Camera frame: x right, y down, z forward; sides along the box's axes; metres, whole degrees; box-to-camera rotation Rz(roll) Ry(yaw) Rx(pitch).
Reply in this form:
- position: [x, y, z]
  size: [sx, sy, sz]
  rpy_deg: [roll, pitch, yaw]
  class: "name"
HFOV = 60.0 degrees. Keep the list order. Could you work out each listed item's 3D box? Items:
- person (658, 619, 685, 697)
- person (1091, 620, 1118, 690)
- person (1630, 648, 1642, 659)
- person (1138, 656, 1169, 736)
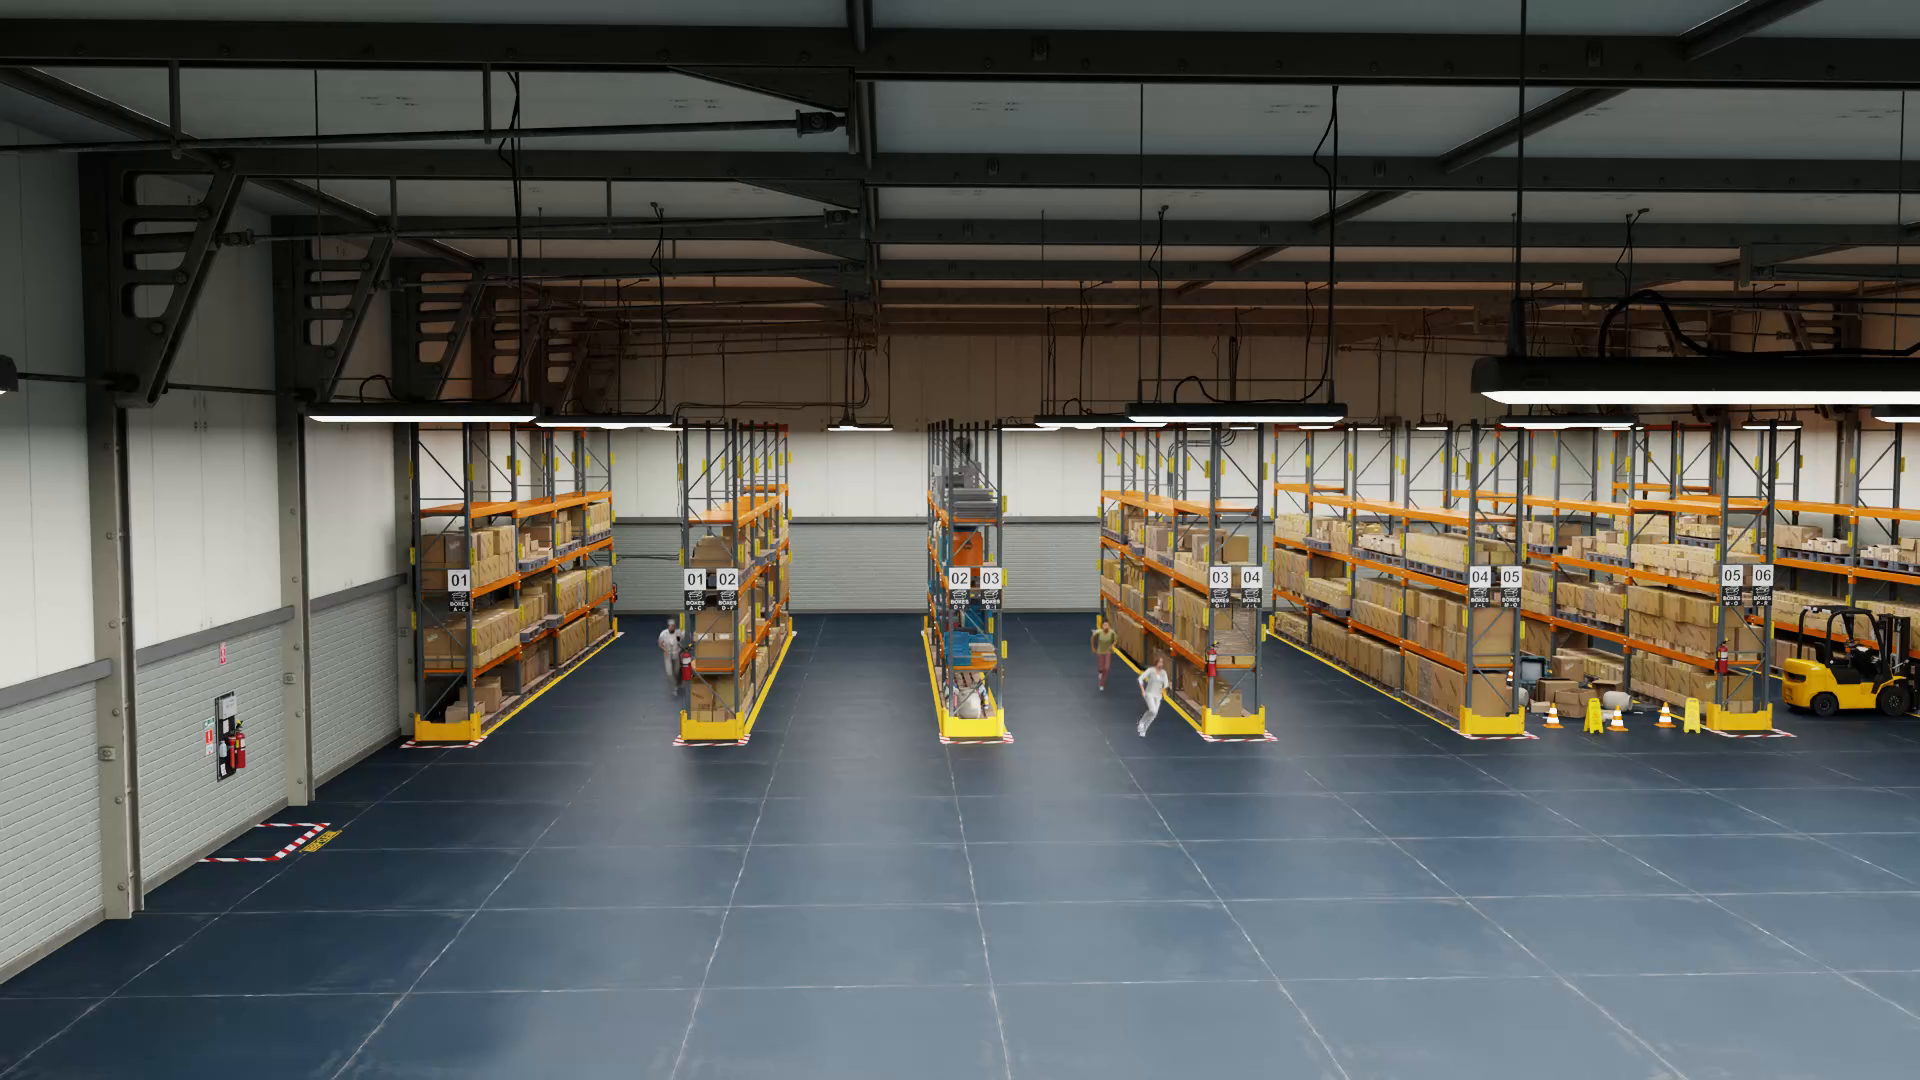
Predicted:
- position: [-6.258, 2.550, 36.353]
  size: [0.650, 1.720, 0.766]
  rpy_deg: [0, 4, 1]
  class: "person"
- position: [3.232, 2.560, 37.251]
  size: [0.572, 1.600, 0.695]
  rpy_deg: [0, 4, -5]
  class: "person"
- position: [16.303, 2.313, 40.134]
  size: [0.620, 1.721, 0.856]
  rpy_deg: [0, 4, 1]
  class: "person"
- position: [3.665, 2.951, 31.366]
  size: [0.583, 1.510, 0.532]
  rpy_deg: [-1, 4, -18]
  class: "person"
